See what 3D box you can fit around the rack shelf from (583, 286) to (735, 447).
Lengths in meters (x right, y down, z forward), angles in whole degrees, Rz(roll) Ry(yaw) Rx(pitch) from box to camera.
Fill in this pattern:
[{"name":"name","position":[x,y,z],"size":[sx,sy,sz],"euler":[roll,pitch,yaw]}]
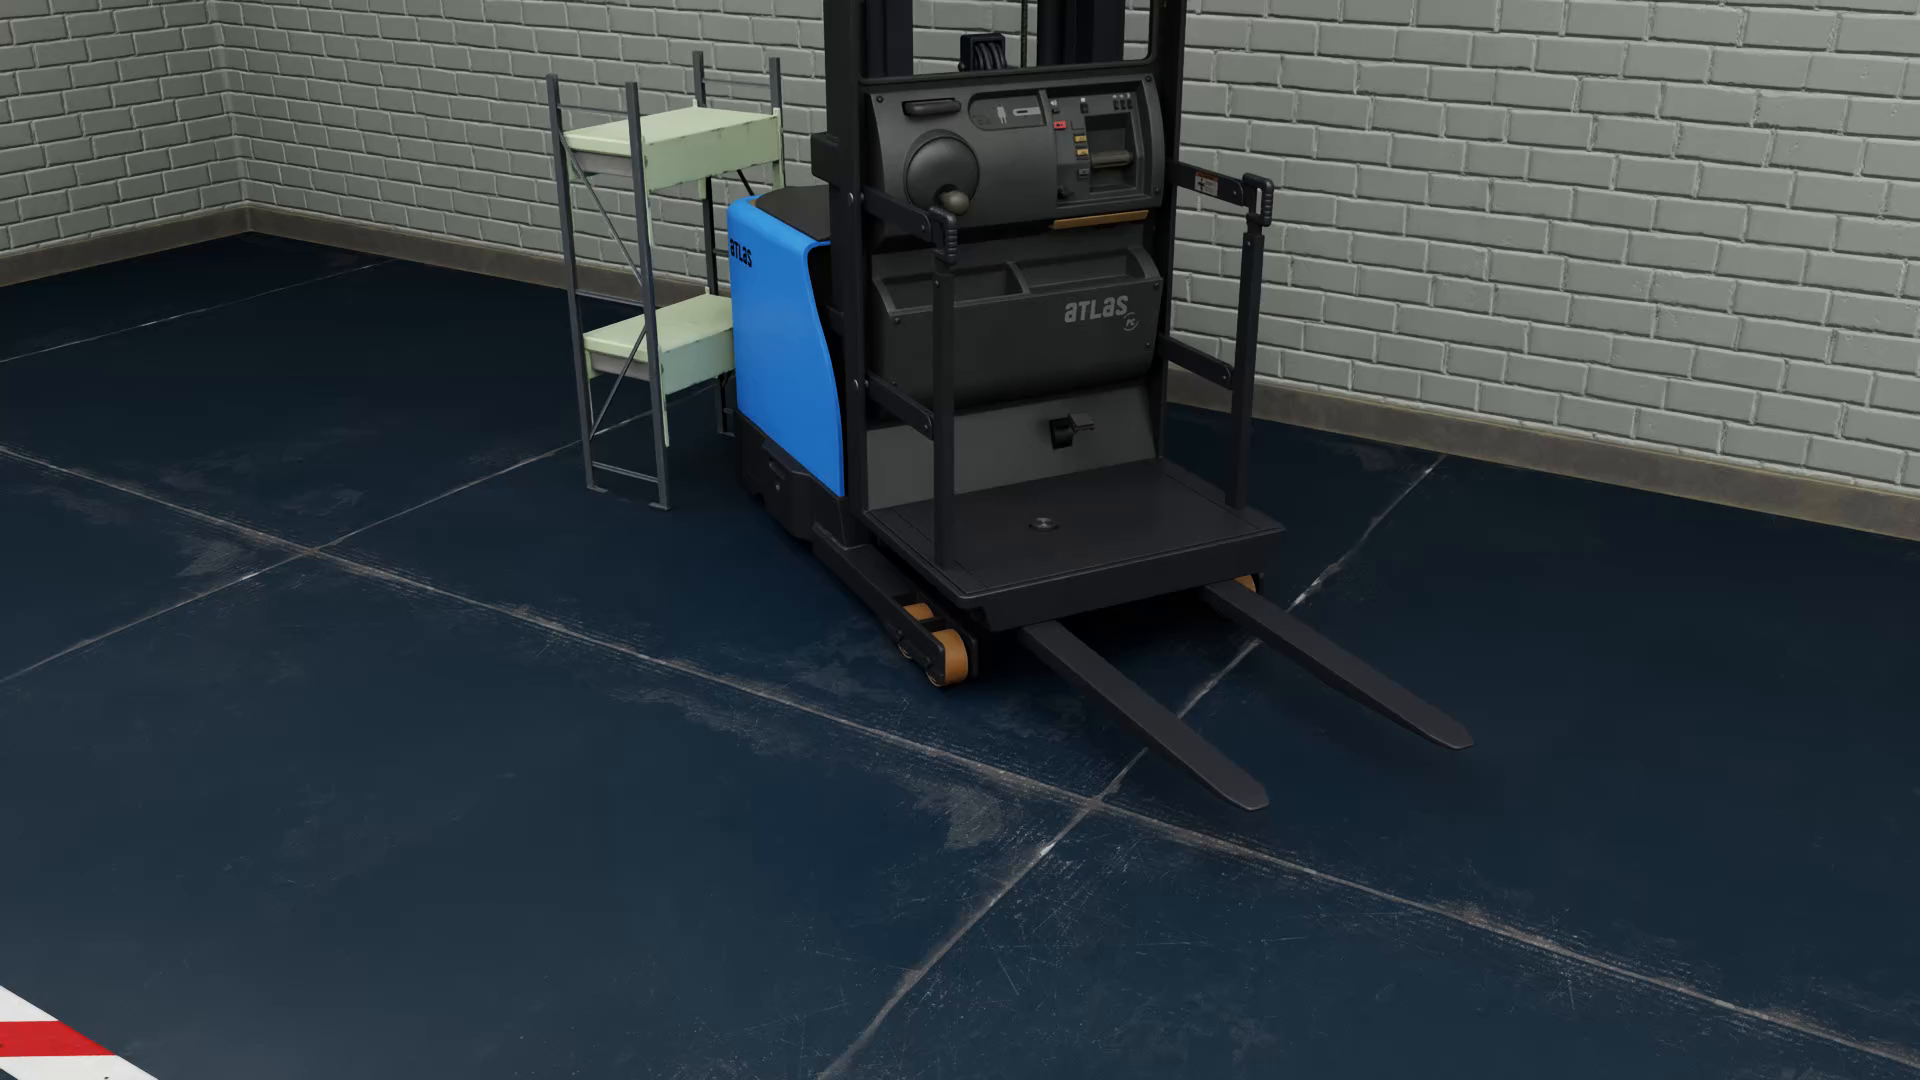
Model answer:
[{"name":"rack shelf","position":[-1.015,-0.661,6.207],"size":[0.431,0.370,0.720],"euler":[14,27,31]}]

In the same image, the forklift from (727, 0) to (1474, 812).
[{"name":"forklift","position":[0.278,-1.124,4.657],"size":[1.130,2.935,3.031],"euler":[-11,26,-24]}]

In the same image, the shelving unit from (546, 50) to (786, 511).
[{"name":"shelving unit","position":[-1.017,-0.961,6.078],"size":[0.431,1.500,0.755],"euler":[14,27,31]}]

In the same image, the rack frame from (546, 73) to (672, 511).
[{"name":"rack frame","position":[-1.218,-0.840,5.798],"size":[0.400,1.500,0.023],"euler":[14,27,31]}]

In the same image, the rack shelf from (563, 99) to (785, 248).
[{"name":"rack shelf","position":[-1.019,-1.320,5.925],"size":[0.431,0.370,0.720],"euler":[14,27,31]}]

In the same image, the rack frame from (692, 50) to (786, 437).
[{"name":"rack frame","position":[-0.815,-1.083,6.359],"size":[0.400,1.500,0.023],"euler":[14,27,31]}]
